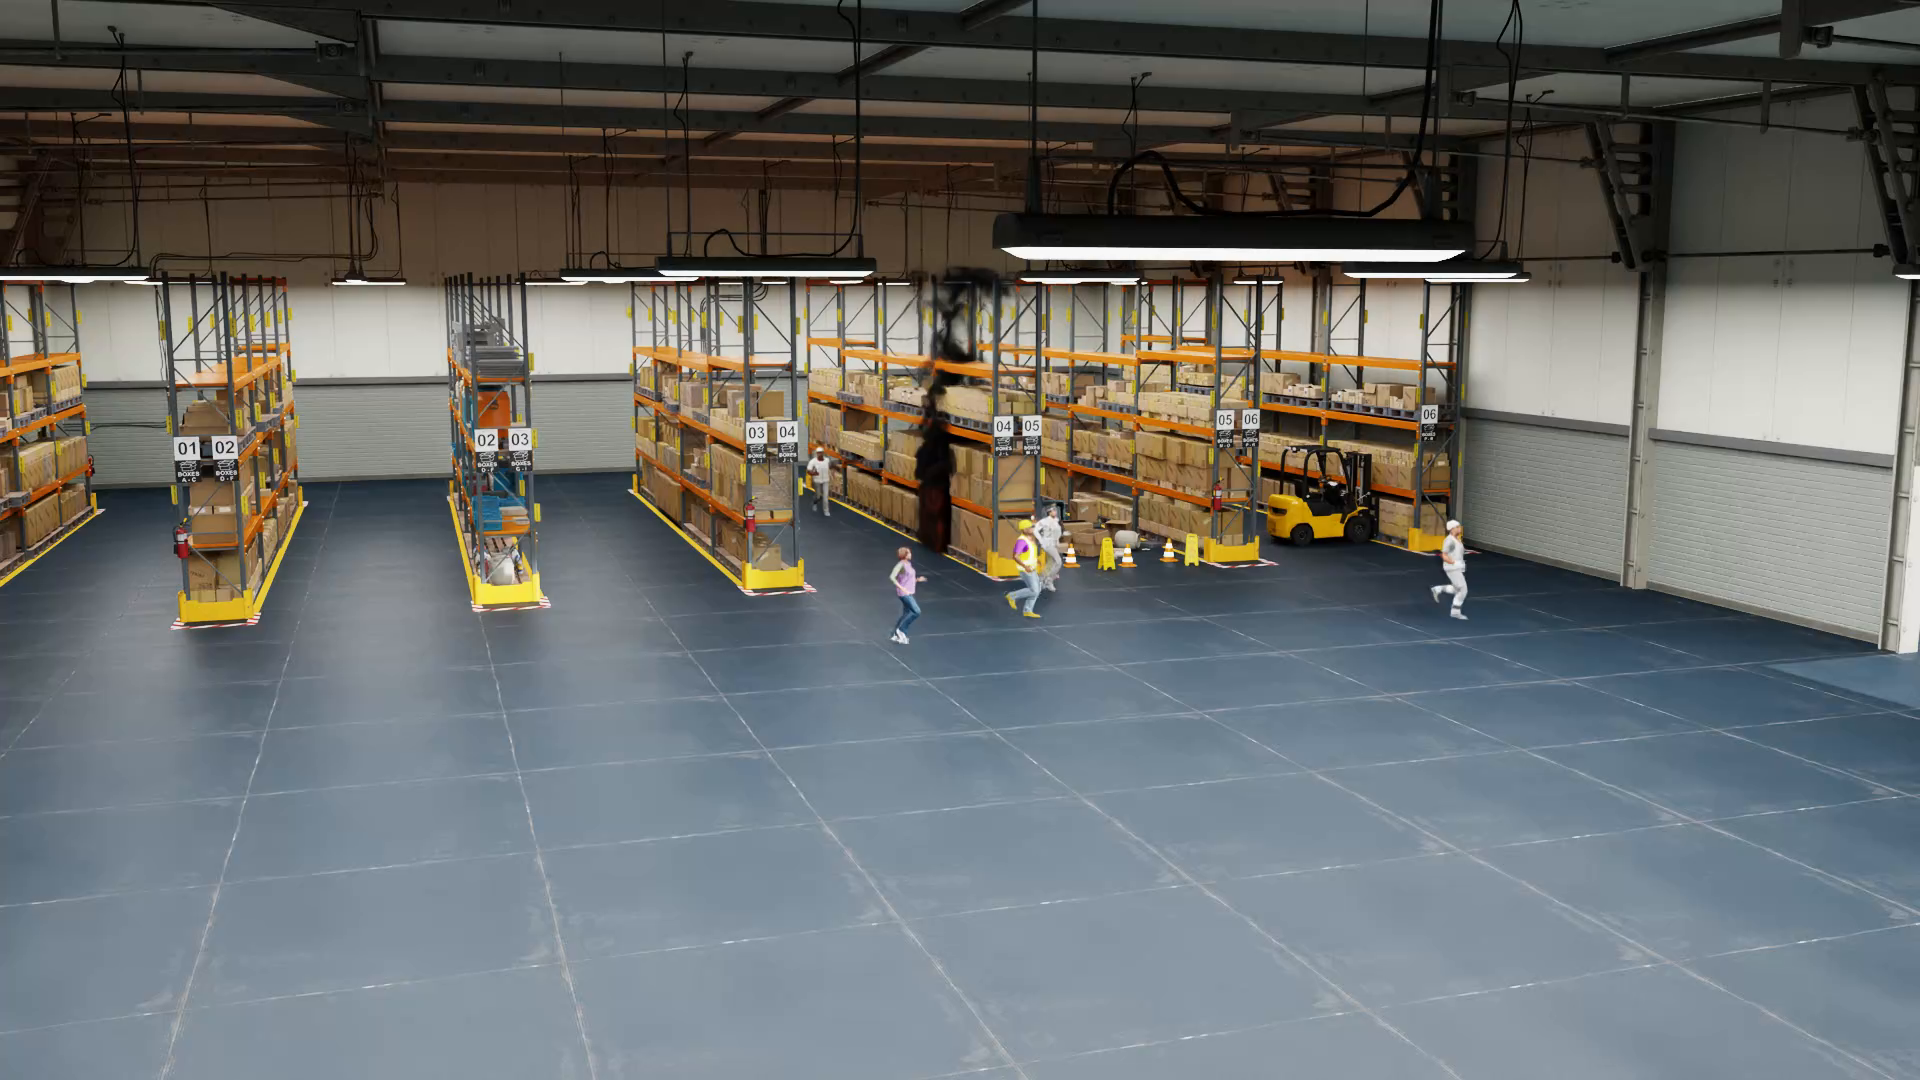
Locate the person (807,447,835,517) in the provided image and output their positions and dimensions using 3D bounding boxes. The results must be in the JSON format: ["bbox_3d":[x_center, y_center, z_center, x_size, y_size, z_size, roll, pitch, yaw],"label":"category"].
[{"bbox_3d":[-3.480,-1.479,41.847,0.717,1.713,1.098,-3,9,-17],"label":"person"}]

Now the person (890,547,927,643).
[{"bbox_3d":[-0.839,0.891,26.921,0.592,1.569,0.522,1,9,9],"label":"person"}]

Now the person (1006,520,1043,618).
[{"bbox_3d":[1.123,0.503,29.112,0.592,1.726,0.702,2,9,16],"label":"person"}]

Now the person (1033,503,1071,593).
[{"bbox_3d":[1.752,0.139,31.609,0.691,1.703,0.612,6,10,33],"label":"person"}]

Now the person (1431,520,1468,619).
[{"bbox_3d":[8.603,0.506,29.135,0.645,1.726,0.669,5,10,28],"label":"person"}]
